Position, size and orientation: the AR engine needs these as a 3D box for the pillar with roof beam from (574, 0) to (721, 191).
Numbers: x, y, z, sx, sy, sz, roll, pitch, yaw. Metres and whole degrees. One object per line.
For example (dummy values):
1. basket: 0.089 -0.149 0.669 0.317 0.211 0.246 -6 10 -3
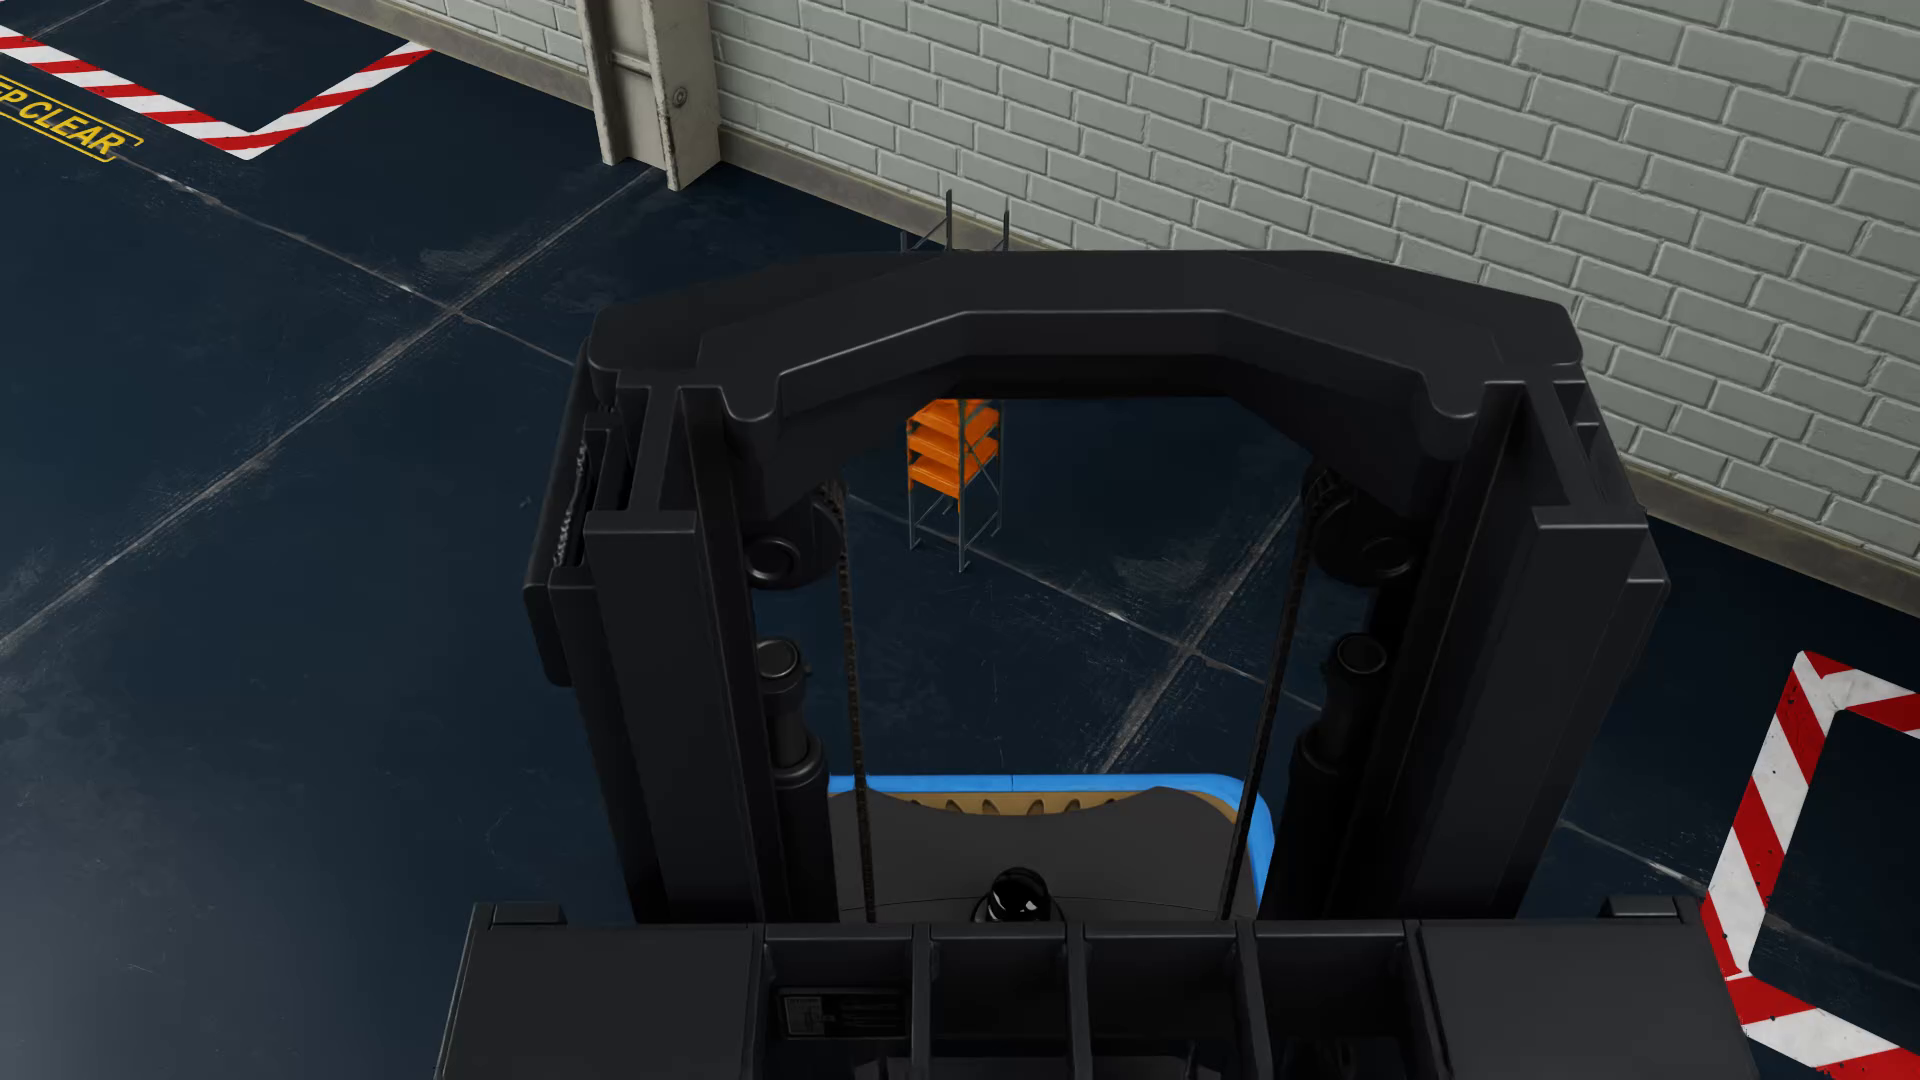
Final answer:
1. pillar with roof beam: -3.526 -2.087 1.003 0.400 9.000 9.100 25 51 22

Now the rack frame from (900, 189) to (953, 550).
1. rack frame: -0.089 -0.459 4.860 0.006 1.200 0.240 25 51 22

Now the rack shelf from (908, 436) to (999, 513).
1. rack shelf: -0.012 -0.226 5.029 0.180 0.103 0.258 25 51 22

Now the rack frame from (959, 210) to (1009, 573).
1. rack frame: 0.065 -0.388 4.791 0.006 1.200 0.240 25 51 22

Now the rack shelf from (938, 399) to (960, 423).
1. rack shelf: -0.012 -0.476 4.771 0.180 0.103 0.258 25 51 22

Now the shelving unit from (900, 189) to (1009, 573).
1. shelving unit: -0.012 -0.424 4.825 0.189 1.200 0.258 25 51 22

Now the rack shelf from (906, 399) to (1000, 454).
1. rack shelf: -0.012 -0.393 4.857 0.180 0.103 0.258 25 51 22

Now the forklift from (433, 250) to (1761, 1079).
1. forklift: 0.113 1.252 1.990 1.130 2.935 3.031 0 46 0

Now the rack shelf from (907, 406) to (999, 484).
1. rack shelf: -0.012 -0.309 4.943 0.180 0.103 0.258 25 51 22
